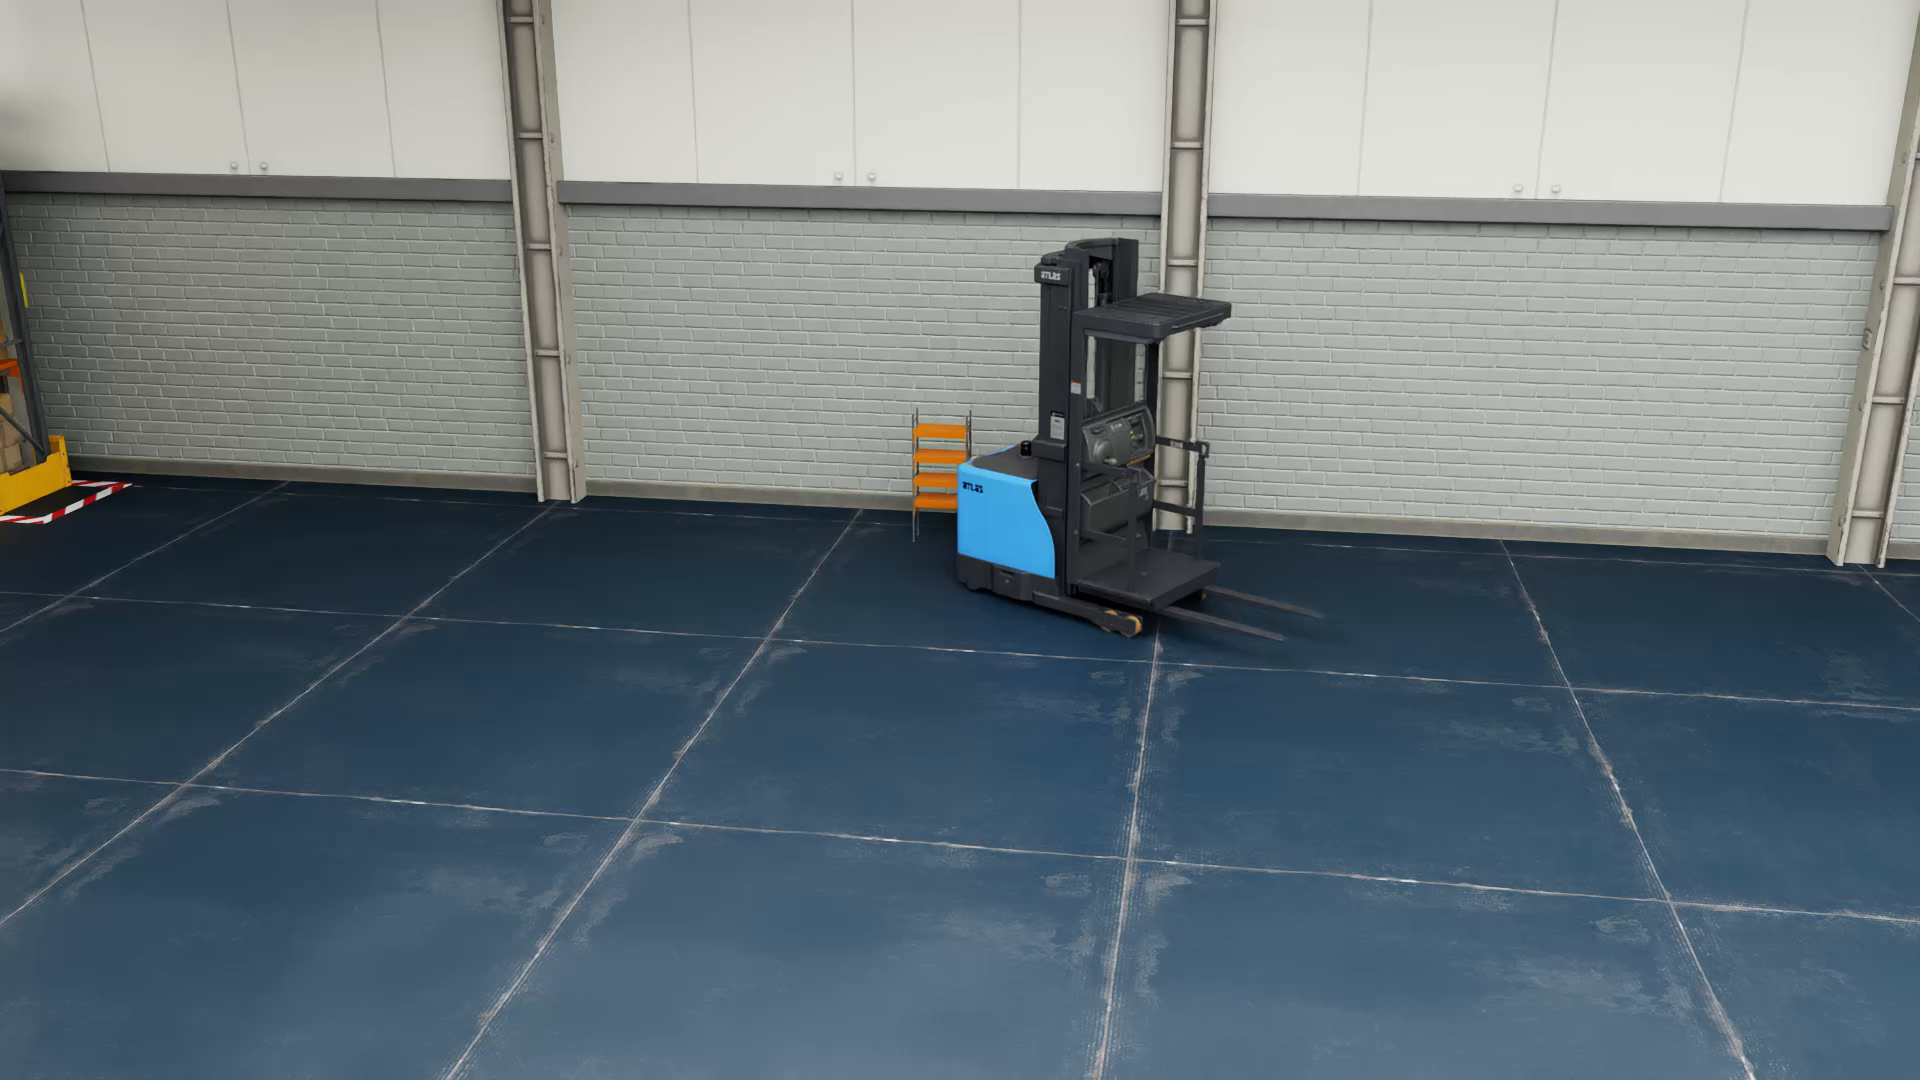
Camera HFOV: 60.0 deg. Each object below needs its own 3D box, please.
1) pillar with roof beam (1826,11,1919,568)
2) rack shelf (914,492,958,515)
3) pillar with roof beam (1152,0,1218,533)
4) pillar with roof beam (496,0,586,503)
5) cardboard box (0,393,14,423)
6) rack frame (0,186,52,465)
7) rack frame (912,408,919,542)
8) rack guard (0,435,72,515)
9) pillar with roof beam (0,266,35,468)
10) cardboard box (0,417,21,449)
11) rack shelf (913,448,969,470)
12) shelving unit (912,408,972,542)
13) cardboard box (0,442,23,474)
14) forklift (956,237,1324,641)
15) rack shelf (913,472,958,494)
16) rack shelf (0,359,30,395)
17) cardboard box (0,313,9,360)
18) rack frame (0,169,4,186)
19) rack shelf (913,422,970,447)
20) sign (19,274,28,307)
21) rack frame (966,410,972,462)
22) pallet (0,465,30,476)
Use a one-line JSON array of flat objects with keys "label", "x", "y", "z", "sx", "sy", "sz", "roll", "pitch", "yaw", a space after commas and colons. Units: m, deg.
[{"label": "pillar with roof beam", "x": 7.224, "y": -2.735, "z": 9.243, "sx": 0.400, "sy": 9.000, "sz": 9.100, "roll": 3, "pitch": 19, "yaw": 9}, {"label": "rack shelf", "x": -0.163, "y": -0.325, "z": 15.169, "sx": 0.480, "sy": 0.148, "sz": 0.258, "roll": 3, "pitch": 19, "yaw": 9}, {"label": "pillar with roof beam", "x": 1.300, "y": -3.037, "z": 10.145, "sx": 0.400, "sy": 9.000, "sz": 9.100, "roll": 3, "pitch": 19, "yaw": 9}, {"label": "pillar with roof beam", "x": -4.625, "y": -3.339, "z": 11.048, "sx": 0.400, "sy": 9.000, "sz": 9.100, "roll": 3, "pitch": 19, "yaw": 9}, {"label": "cardboard box", "x": -9.766, "y": -1.280, "z": 16.445, "sx": 0.500, "sy": 0.250, "sz": 0.500, "roll": 3, "pitch": 19, "yaw": 8}, {"label": "rack frame", "x": -9.321, "y": -1.827, "z": 15.984, "sx": 0.127, "sy": 3.000, "sz": 1.000, "roll": 3, "pitch": 19, "yaw": 9}, {"label": "rack frame", "x": -0.404, "y": -0.590, "z": 15.121, "sx": 0.015, "sy": 1.200, "sz": 0.240, "roll": 3, "pitch": 19, "yaw": 9}, {"label": "rack guard", "x": -9.298, "y": -0.641, "z": 16.377, "sx": 0.348, "sy": 0.500, "sz": 1.175, "roll": 3, "pitch": 19, "yaw": 9}, {"label": "pillar with roof beam", "x": -10.549, "y": -3.641, "z": 11.950, "sx": 0.400, "sy": 9.000, "sz": 9.100, "roll": 3, "pitch": 19, "yaw": 9}, {"label": "cardboard box", "x": -9.753, "y": -1.048, "z": 16.540, "sx": 0.500, "sy": 0.250, "sz": 0.500, "roll": 3, "pitch": 19, "yaw": 10}, {"label": "rack shelf", "x": -0.163, "y": -0.726, "z": 15.035, "sx": 0.480, "sy": 0.148, "sz": 0.258, "roll": 3, "pitch": 19, "yaw": 9}, {"label": "shelving unit", "x": -0.163, "y": -0.577, "z": 15.084, "sx": 0.503, "sy": 1.200, "sz": 0.258, "roll": 3, "pitch": 19, "yaw": 9}, {"label": "cardboard box", "x": -9.775, "y": -0.809, "z": 16.611, "sx": 0.500, "sy": 0.250, "sz": 0.500, "roll": 3, "pitch": 19, "yaw": 9}, {"label": "forklift", "x": 1.426, "y": -0.820, "z": 13.083, "sx": 3.031, "sy": 2.935, "sz": 1.130, "roll": 14, "pitch": 23, "yaw": 37}, {"label": "rack shelf", "x": -0.163, "y": -0.514, "z": 15.106, "sx": 0.480, "sy": 0.148, "sz": 0.258, "roll": 3, "pitch": 19, "yaw": 9}, {"label": "rack shelf", "x": -11.296, "y": -1.587, "z": 16.399, "sx": 4.000, "sy": 0.370, "sz": 1.077, "roll": 3, "pitch": 19, "yaw": 9}, {"label": "cardboard box", "x": -9.766, "y": -1.987, "z": 16.303, "sx": 0.500, "sy": 0.500, "sz": 0.500, "roll": 4, "pitch": 19, "yaw": 10}, {"label": "rack frame", "x": -9.321, "y": -4.672, "z": 15.033, "sx": 0.127, "sy": 3.000, "sz": 1.000, "roll": 3, "pitch": 19, "yaw": 9}, {"label": "rack shelf", "x": -0.163, "y": -0.950, "z": 14.960, "sx": 0.480, "sy": 0.148, "sz": 0.258, "roll": 3, "pitch": 19, "yaw": 9}, {"label": "sign", "x": -9.227, "y": -2.449, "z": 16.353, "sx": 0.005, "sy": 0.325, "sz": 0.100, "roll": 3, "pitch": 19, "yaw": 9}, {"label": "rack frame", "x": 0.077, "y": -0.565, "z": 15.048, "sx": 0.015, "sy": 1.200, "sz": 0.240, "roll": 3, "pitch": 19, "yaw": 9}, {"label": "pallet", "x": -10.083, "y": -0.531, "z": 16.503, "sx": 1.213, "sy": 0.211, "sz": 1.003, "roll": 3, "pitch": 19, "yaw": 9}]
